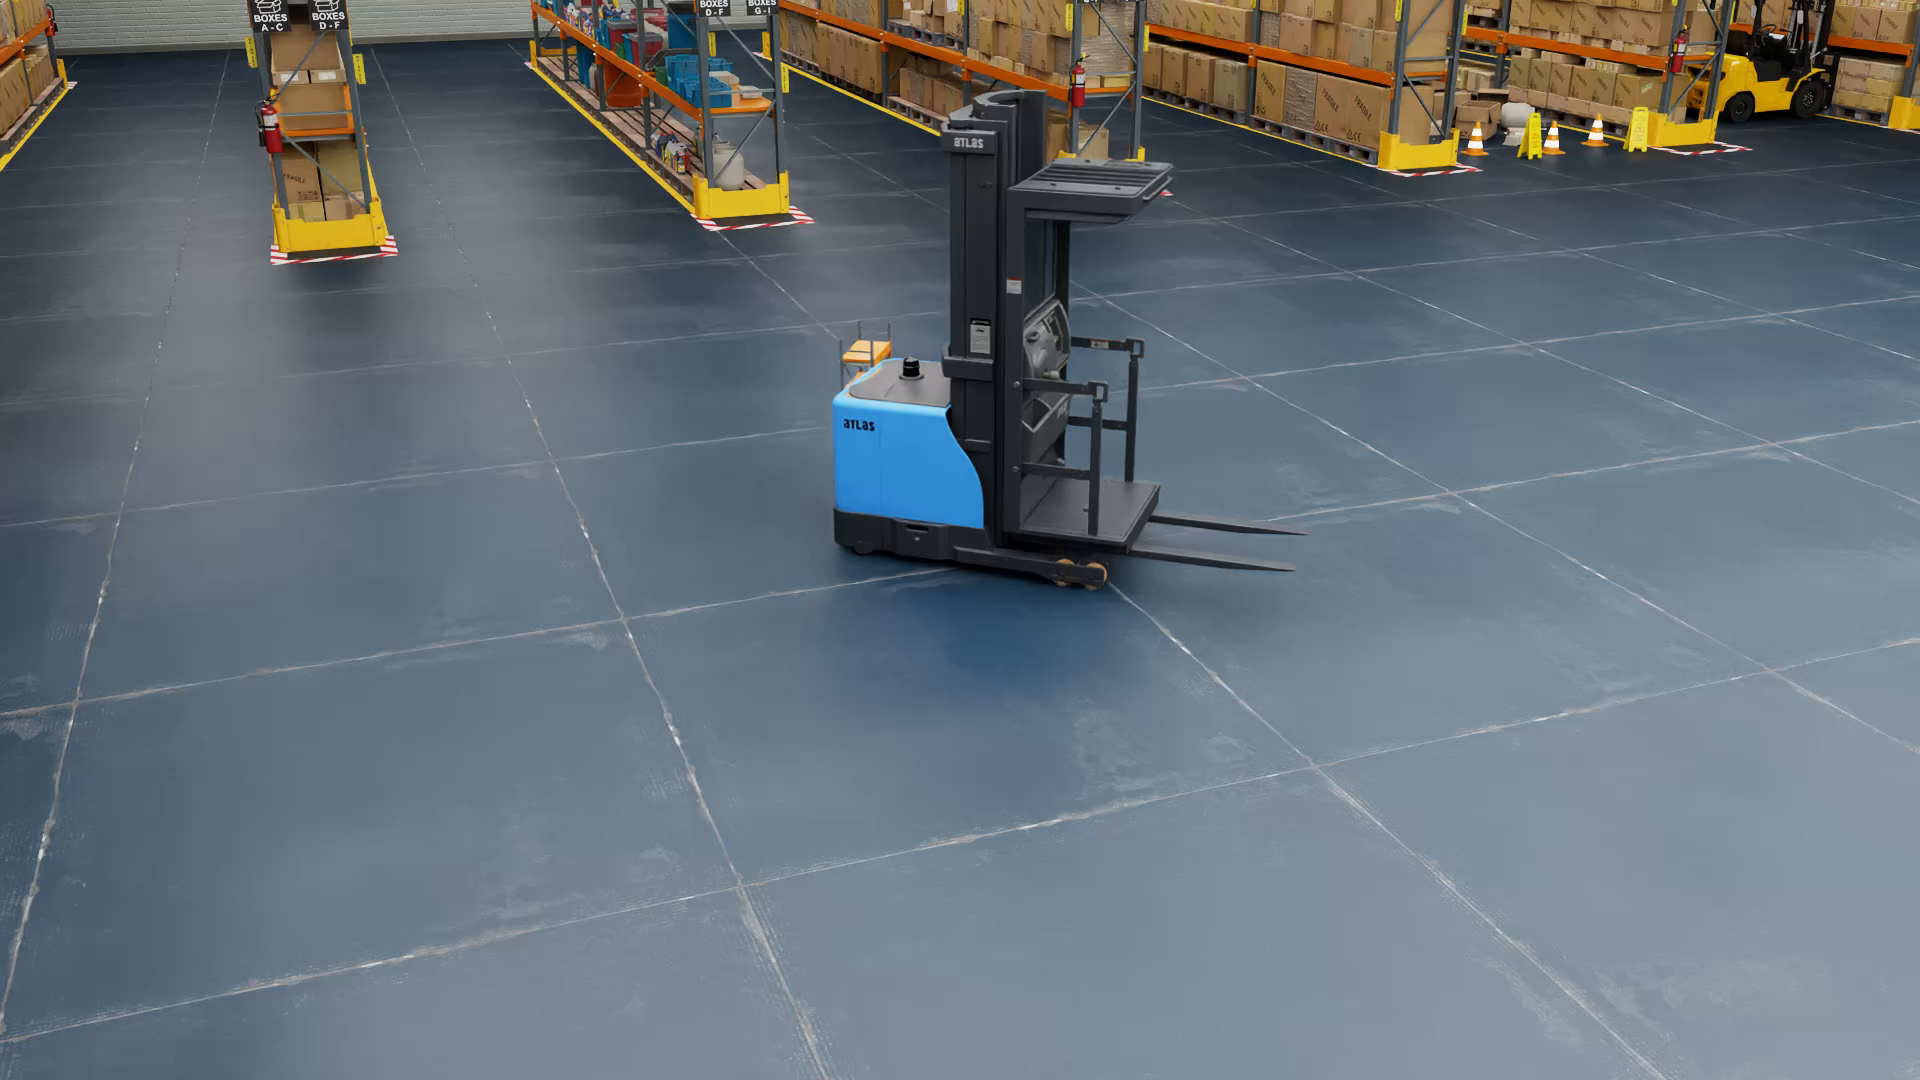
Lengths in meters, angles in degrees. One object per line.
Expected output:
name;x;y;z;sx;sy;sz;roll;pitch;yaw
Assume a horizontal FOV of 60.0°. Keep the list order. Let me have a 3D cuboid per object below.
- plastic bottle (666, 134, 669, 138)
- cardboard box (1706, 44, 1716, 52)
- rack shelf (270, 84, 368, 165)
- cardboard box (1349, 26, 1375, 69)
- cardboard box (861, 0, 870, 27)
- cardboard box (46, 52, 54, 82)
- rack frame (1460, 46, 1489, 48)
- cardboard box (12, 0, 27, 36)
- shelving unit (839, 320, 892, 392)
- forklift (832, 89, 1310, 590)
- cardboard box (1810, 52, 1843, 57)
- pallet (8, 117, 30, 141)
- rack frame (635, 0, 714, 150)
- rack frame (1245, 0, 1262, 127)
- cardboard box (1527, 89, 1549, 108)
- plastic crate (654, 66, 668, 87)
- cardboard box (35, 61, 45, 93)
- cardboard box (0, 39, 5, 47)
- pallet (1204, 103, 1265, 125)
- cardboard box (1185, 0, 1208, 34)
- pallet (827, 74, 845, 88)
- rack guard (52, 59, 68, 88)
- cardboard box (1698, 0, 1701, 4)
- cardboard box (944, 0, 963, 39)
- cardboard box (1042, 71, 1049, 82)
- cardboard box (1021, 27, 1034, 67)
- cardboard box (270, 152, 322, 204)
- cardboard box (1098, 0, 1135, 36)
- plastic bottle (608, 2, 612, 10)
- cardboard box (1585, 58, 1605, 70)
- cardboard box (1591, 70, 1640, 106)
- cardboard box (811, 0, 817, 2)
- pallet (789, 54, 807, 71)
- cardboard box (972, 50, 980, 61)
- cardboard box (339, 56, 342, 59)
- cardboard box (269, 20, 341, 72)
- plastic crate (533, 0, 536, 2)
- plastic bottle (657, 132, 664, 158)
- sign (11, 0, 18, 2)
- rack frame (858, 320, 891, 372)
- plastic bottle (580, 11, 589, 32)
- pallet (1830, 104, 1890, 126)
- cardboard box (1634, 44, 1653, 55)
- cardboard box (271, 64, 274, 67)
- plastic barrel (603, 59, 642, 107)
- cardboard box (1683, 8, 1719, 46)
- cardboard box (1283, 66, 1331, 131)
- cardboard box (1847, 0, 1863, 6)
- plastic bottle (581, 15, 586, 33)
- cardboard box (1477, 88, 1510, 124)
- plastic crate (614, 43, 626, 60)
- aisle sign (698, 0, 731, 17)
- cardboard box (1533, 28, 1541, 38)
plastic bottle;-4.158;-5.631;23.679;0.061;0.283;0.133;-8;24;-19
cardboard box;14.253;-8.964;31.172;0.875;0.625;0.625;-7;24;-17
rack shelf;-8.028;-5.218;20.695;1.077;0.370;4.000;-8;24;-19
cardboard box;6.235;-7.219;24.324;0.875;0.550;0.550;-8;24;-19
cardboard box;-1.456;-9.461;29.707;0.500;0.500;0.500;-9;24;-19
cardboard box;-17.266;-8.757;30.842;0.700;0.500;0.500;-8;24;-19
rack frame;11.621;-12.583;37.243;1.000;3.000;0.127;-8;24;-19
cardboard box;-16.370;-8.840;27.975;0.980;0.700;0.700;-8;24;-18
shelving unit;-0.662;-0.915;11.876;0.258;1.200;0.503;5;23;11
forklift;0.737;-1.269;10.486;3.031;2.935;1.130;7;24;17
cardboard box;14.861;-8.287;28.761;0.500;0.250;0.500;-9;24;-20
pallet;-15.416;-6.503;26.408;1.003;0.211;1.213;-8;24;-19
rack frame;-4.100;-6.955;23.889;1.000;3.000;0.127;-8;24;-19
rack frame;5.210;-8.278;27.029;1.000;3.000;0.127;-8;24;-19
cardboard box;9.960;-7.477;28.127;0.500;0.250;0.500;-7;24;-16
plastic crate;-3.884;-6.325;22.668;0.450;0.188;0.662;-8;24;-19
cardboard box;-16.716;-8.200;29.520;0.700;0.500;0.500;-8;24;-18
cardboard box;-15.477;-7.937;26.518;0.380;0.149;0.250;-8;24;-19
pallet;4.867;-7.263;28.211;1.003;0.211;1.213;-8;24;-19
cardboard box;4.237;-9.029;28.680;0.500;0.500;0.500;-9;24;-20
pallet;-1.949;-8.986;32.299;1.003;0.211;1.213;-8;24;-19
rack guard;-17.616;-8.813;31.515;1.175;0.500;0.348;-8;24;-19
cardboard box;13.846;-10.167;31.060;0.500;0.250;0.500;-9;24;-20
cardboard box;0.384;-8.412;26.034;1.000;1.000;1.000;-8;24;-19
cardboard box;1.355;-6.408;22.915;0.380;0.149;0.250;-8;24;-19
cardboard box;1.353;-6.921;23.296;0.875;0.500;0.500;-8;24;-19
cardboard box;-7.790;-4.249;19.504;0.500;0.500;0.500;-8;24;-19
cardboard box;2.008;-7.062;22.345;0.500;0.500;0.500;-8;24;-19
plastic bottle;-6.295;-9.550;30.109;0.144;0.351;0.185;-8;24;-19
cardboard box;10.321;-7.679;26.806;0.380;0.149;0.250;-7;24;-17
cardboard box;10.504;-7.257;26.641;0.500;0.500;0.500;-7;24;-17
cardboard box;-2.694;-10.734;32.665;0.500;0.250;0.500;-9;24;-20
pallet;-2.922;-9.987;34.674;1.003;0.211;1.213;-8;24;-19
cardboard box;0.405;-7.307;25.047;0.380;0.149;0.250;-8;24;-19
cardboard box;-7.625;-5.715;19.984;0.380;0.149;0.250;-9;25;-21
cardboard box;-7.494;-5.658;19.012;0.700;0.500;0.500;-8;24;-19
plastic crate;-8.524;-10.958;33.650;0.250;0.136;0.298;-8;24;-19
plastic bottle;-4.203;-5.587;23.487;0.144;0.351;0.185;-8;24;-18
sign;-15.690;-9.077;27.536;0.100;0.325;0.005;-8;24;-19
rack frame;-0.612;-1.008;12.096;0.240;1.200;0.015;5;23;11
plastic bottle;-6.476;-8.953;28.693;0.144;0.351;0.185;-8;24;-19
pallet;15.551;-7.210;28.085;1.003;0.211;1.213;-8;24;-19
cardboard box;10.693;-7.608;25.763;0.380;0.149;0.250;-9;24;-20
cardboard box;-7.819;-5.469;19.399;0.380;0.149;0.250;-9;24;-20
plastic barrel;-5.701;-7.777;28.094;0.600;0.830;0.708;-8;24;-19
cardboard box;11.310;-7.934;25.701;0.500;0.500;0.500;-9;24;-20
cardboard box;5.689;-6.928;26.019;0.875;0.875;0.875;-8;24;-19
cardboard box;15.108;-9.029;27.847;0.380;0.149;0.250;-9;25;-21
plastic bottle;-6.458;-8.858;28.555;0.061;0.283;0.133;-8;24;-19
cardboard box;8.911;-7.267;27.846;0.500;0.500;0.500;8;24;18
plastic crate;-4.979;-7.451;25.340;0.450;0.188;0.662;-8;24;-19
aisle sign;-2.939;-6.633;19.777;0.394;0.787;0.004;-8;24;-19
cardboard box;9.876;-8.543;27.980;0.380;0.149;0.250;-8;24;-19
